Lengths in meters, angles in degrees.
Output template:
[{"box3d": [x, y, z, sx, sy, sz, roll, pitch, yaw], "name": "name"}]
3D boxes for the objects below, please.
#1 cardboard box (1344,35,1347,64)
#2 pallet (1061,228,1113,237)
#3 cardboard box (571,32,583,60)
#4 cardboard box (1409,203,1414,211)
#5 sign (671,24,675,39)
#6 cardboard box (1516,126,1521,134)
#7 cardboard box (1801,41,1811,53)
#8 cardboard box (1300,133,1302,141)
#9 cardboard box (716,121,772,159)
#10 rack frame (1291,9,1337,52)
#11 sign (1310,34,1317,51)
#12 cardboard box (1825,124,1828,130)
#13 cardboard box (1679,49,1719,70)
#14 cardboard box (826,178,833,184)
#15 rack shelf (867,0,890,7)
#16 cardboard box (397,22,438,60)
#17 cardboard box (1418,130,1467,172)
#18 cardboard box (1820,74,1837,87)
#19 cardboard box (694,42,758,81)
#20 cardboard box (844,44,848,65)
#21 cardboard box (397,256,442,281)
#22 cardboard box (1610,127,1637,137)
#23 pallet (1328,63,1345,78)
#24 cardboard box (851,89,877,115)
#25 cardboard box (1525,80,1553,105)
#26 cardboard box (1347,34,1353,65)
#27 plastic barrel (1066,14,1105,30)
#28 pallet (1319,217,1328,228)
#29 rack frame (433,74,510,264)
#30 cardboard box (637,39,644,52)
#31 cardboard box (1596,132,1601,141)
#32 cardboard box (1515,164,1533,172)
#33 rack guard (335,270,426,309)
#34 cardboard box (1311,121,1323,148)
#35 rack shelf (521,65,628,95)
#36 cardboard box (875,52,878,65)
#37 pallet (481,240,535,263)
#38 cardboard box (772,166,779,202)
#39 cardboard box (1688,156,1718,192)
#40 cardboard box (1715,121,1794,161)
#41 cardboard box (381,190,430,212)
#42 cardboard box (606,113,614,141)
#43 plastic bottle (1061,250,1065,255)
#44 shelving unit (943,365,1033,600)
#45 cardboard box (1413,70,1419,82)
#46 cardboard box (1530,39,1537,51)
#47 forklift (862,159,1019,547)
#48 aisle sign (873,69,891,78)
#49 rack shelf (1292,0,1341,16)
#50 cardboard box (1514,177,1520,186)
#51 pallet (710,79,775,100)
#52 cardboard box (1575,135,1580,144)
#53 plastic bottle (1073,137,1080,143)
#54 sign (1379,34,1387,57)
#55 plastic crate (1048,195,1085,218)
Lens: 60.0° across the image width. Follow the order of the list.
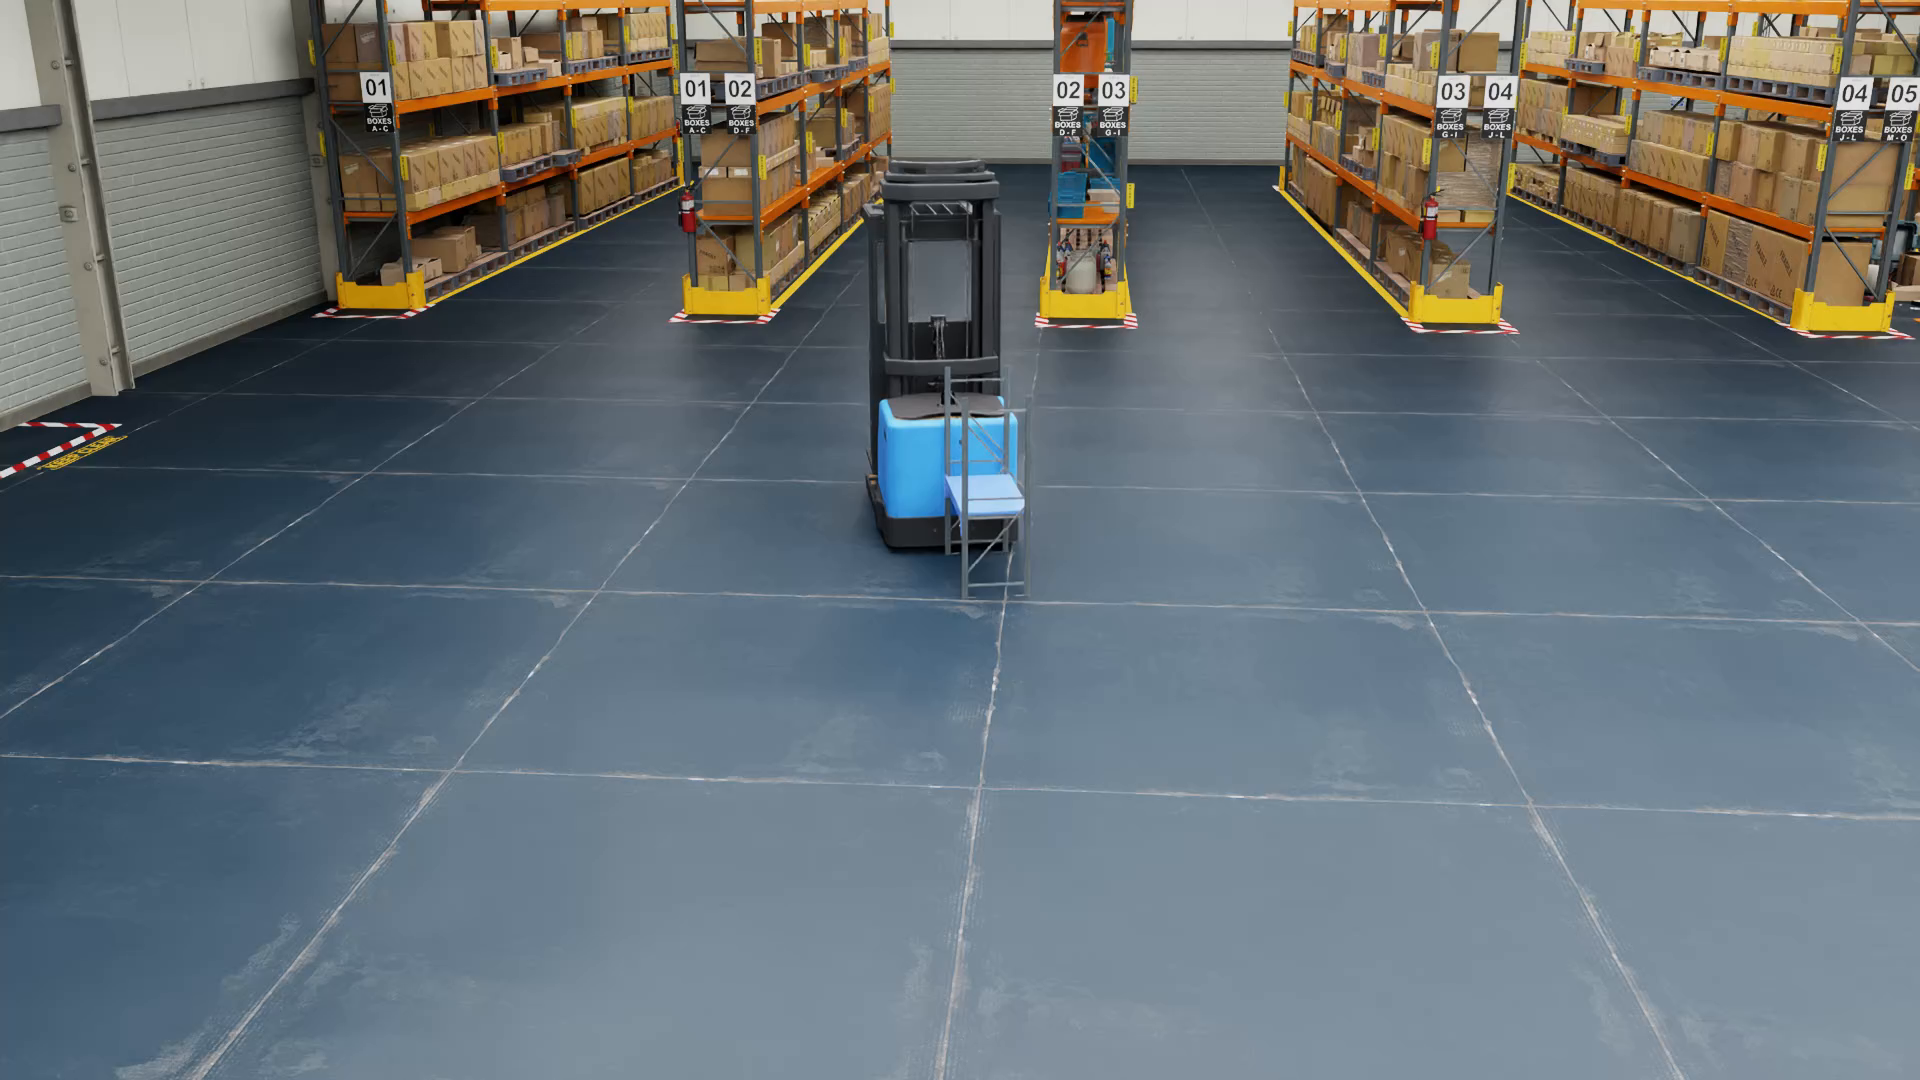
[{"box3d": [7.207, -8.717, 29.551, 0.797, 0.503, 0.637, 2, 18, 7], "name": "cardboard box"}, {"box3d": [2.201, -5.397, 29.556, 1.003, 0.211, 1.213, 1, 18, 4], "name": "pallet"}, {"box3d": [-7.571, -9.355, 31.470, 0.700, 0.500, 0.500, 2, 18, 7], "name": "cardboard box"}, {"box3d": [6.550, -4.729, 23.443, 0.380, 0.149, 0.250, 1, 18, 4], "name": "cardboard box"}, {"box3d": [-6.473, -11.460, 37.468, 0.100, 0.325, 0.005, 1, 18, 4], "name": "sign"}, {"box3d": [12.399, -8.982, 36.420, 0.380, 0.149, 0.250, 1, 18, 3], "name": "cardboard box"}, {"box3d": [11.342, -6.507, 21.934, 0.380, 0.149, 0.250, 2, 18, 5], "name": "cardboard box"}, {"box3d": [7.291, -8.396, 34.633, 0.380, 0.149, 0.250, 2, 18, 5], "name": "cardboard box"}, {"box3d": [-3.101, -5.735, 23.863, 0.700, 0.500, 0.500, 1, 18, 4], "name": "cardboard box"}, {"box3d": [7.809, -12.187, 36.165, 1.000, 3.000, 0.127, 1, 18, 4], "name": "rack frame"}, {"box3d": [6.969, -9.815, 32.784, 0.100, 0.325, 0.005, 1, 18, 4], "name": "sign"}, {"box3d": [17.094, -7.909, 32.180, 0.500, 0.250, 0.500, 1, 18, 2], "name": "cardboard box"}, {"box3d": [11.795, -7.647, 26.433, 0.500, 0.311, 0.500, 1, 18, 2], "name": "cardboard box"}, {"box3d": [-2.743, -7.083, 32.325, 0.500, 0.250, 0.500, 1, 18, 3], "name": "cardboard box"}, {"box3d": [-2.215, -11.445, 35.060, 1.077, 0.370, 4.000, 1, 18, 4], "name": "rack shelf"}, {"box3d": [-7.778, -7.085, 23.611, 0.500, 0.500, 0.500, 2, 18, 5], "name": "cardboard box"}, {"box3d": [6.455, -5.207, 22.254, 0.500, 0.500, 0.500, 1, 18, 4], "name": "cardboard box"}, {"box3d": [11.288, -5.889, 21.329, 0.380, 0.149, 0.250, 1, 18, 4], "name": "cardboard box"}, {"box3d": [-3.173, -6.508, 22.586, 0.797, 0.503, 0.637, 3, 18, 8], "name": "cardboard box"}, {"box3d": [-2.574, -9.003, 31.104, 0.910, 0.500, 0.500, 1, 18, 4], "name": "cardboard box"}, {"box3d": [-7.980, -4.020, 24.486, 0.500, 0.311, 0.500, 3, 18, 8], "name": "cardboard box"}, {"box3d": [11.753, -7.235, 29.459, 0.380, 0.149, 0.250, 1, 18, 2], "name": "cardboard box"}, {"box3d": [7.229, -8.389, 29.692, 1.213, 0.211, 1.003, 2, 18, 6], "name": "pallet"}, {"box3d": [-2.007, -9.139, 34.731, 0.500, 0.500, 0.500, 1, 18, 2], "name": "cardboard box"}, {"box3d": [12.422, -9.568, 35.561, 0.500, 0.500, 0.500, 2, 18, 6], "name": "cardboard box"}, {"box3d": [6.945, -8.422, 28.528, 0.500, 0.500, 0.500, 1, 18, 4], "name": "cardboard box"}, {"box3d": [1.830, -7.276, 24.516, 0.600, 0.901, 0.708, 1, 18, 4], "name": "plastic barrel"}, {"box3d": [7.457, -6.148, 31.846, 1.003, 0.211, 1.213, 1, 18, 4], "name": "pallet"}, {"box3d": [-7.873, -5.941, 26.737, 1.000, 3.000, 0.127, 1, 18, 4], "name": "rack frame"}, {"box3d": [-6.936, -10.394, 34.914, 0.500, 0.250, 0.500, 1, 18, 3], "name": "cardboard box"}, {"box3d": [11.809, -7.337, 30.249, 0.380, 0.149, 0.250, 1, 18, 4], "name": "cardboard box"}, {"box3d": [12.372, -8.167, 36.478, 0.380, 0.149, 0.250, 0, 18, 1], "name": "cardboard box"}, {"box3d": [-8.154, -3.535, 23.407, 1.175, 0.500, 0.348, 1, 18, 4], "name": "rack guard"}, {"box3d": [7.240, -8.004, 32.873, 0.500, 0.500, 0.500, 1, 18, 4], "name": "cardboard box"}, {"box3d": [-7.443, -8.888, 32.069, 1.077, 0.370, 4.000, 1, 18, 4], "name": "rack shelf"}, {"box3d": [-2.000, -10.126, 34.934, 0.500, 0.250, 0.500, 1, 18, 4], "name": "cardboard box"}, {"box3d": [-7.819, -4.858, 27.909, 1.003, 0.211, 1.213, 1, 18, 4], "name": "pallet"}, {"box3d": [-3.064, -5.262, 24.505, 0.700, 0.500, 0.500, 2, 18, 6], "name": "cardboard box"}, {"box3d": [11.659, -5.683, 25.788, 0.500, 0.500, 0.500, 1, 18, 4], "name": "cardboard box"}, {"box3d": [11.828, -5.938, 24.752, 0.875, 0.550, 0.550, 1, 18, 4], "name": "cardboard box"}, {"box3d": [-7.808, -4.781, 23.407, 0.500, 0.250, 0.500, 1, 18, 2], "name": "cardboard box"}, {"box3d": [-7.152, -8.161, 32.840, 0.500, 0.500, 0.500, 1, 18, 4], "name": "cardboard box"}, {"box3d": [1.550, -4.286, 25.361, 0.097, 0.271, 0.097, 0, 18, 0], "name": "plastic bottle"}, {"box3d": [0.197, -0.448, 12.381, 0.538, 1.500, 1.048, -2, 18, -7], "name": "shelving unit"}, {"box3d": [6.471, -6.408, 22.945, 0.380, 0.149, 0.250, 0, 18, 1], "name": "cardboard box"}, {"box3d": [12.422, -10.493, 35.250, 0.500, 0.250, 0.500, 1, 18, 3], "name": "cardboard box"}, {"box3d": [-0.237, -1.751, 14.060, 1.130, 2.935, 3.031, -2, 18, -7], "name": "forklift"}, {"box3d": [-1.761, -10.808, 37.416, 0.394, 0.787, 0.004, 1, 18, 4], "name": "aisle sign"}, {"box3d": [7.666, -11.034, 34.443, 1.077, 0.370, 4.000, 1, 18, 4], "name": "rack shelf"}, {"box3d": [12.392, -7.883, 36.569, 0.380, 0.149, 0.250, 2, 18, 5], "name": "cardboard box"}, {"box3d": [-3.142, -6.192, 22.827, 1.003, 0.211, 1.213, 1, 18, 4], "name": "pallet"}, {"box3d": [11.902, -7.599, 31.526, 0.380, 0.149, 0.250, 0, 18, 1], "name": "cardboard box"}, {"box3d": [2.254, -7.719, 32.363, 0.152, 0.276, 0.135, 1, 18, 4], "name": "plastic bottle"}, {"box3d": [6.395, -7.479, 25.150, 0.100, 0.325, 0.005, 1, 18, 4], "name": "sign"}, {"box3d": [1.459, -4.569, 22.789, 0.499, 0.251, 0.616, 1, 18, 4], "name": "plastic crate"}]
